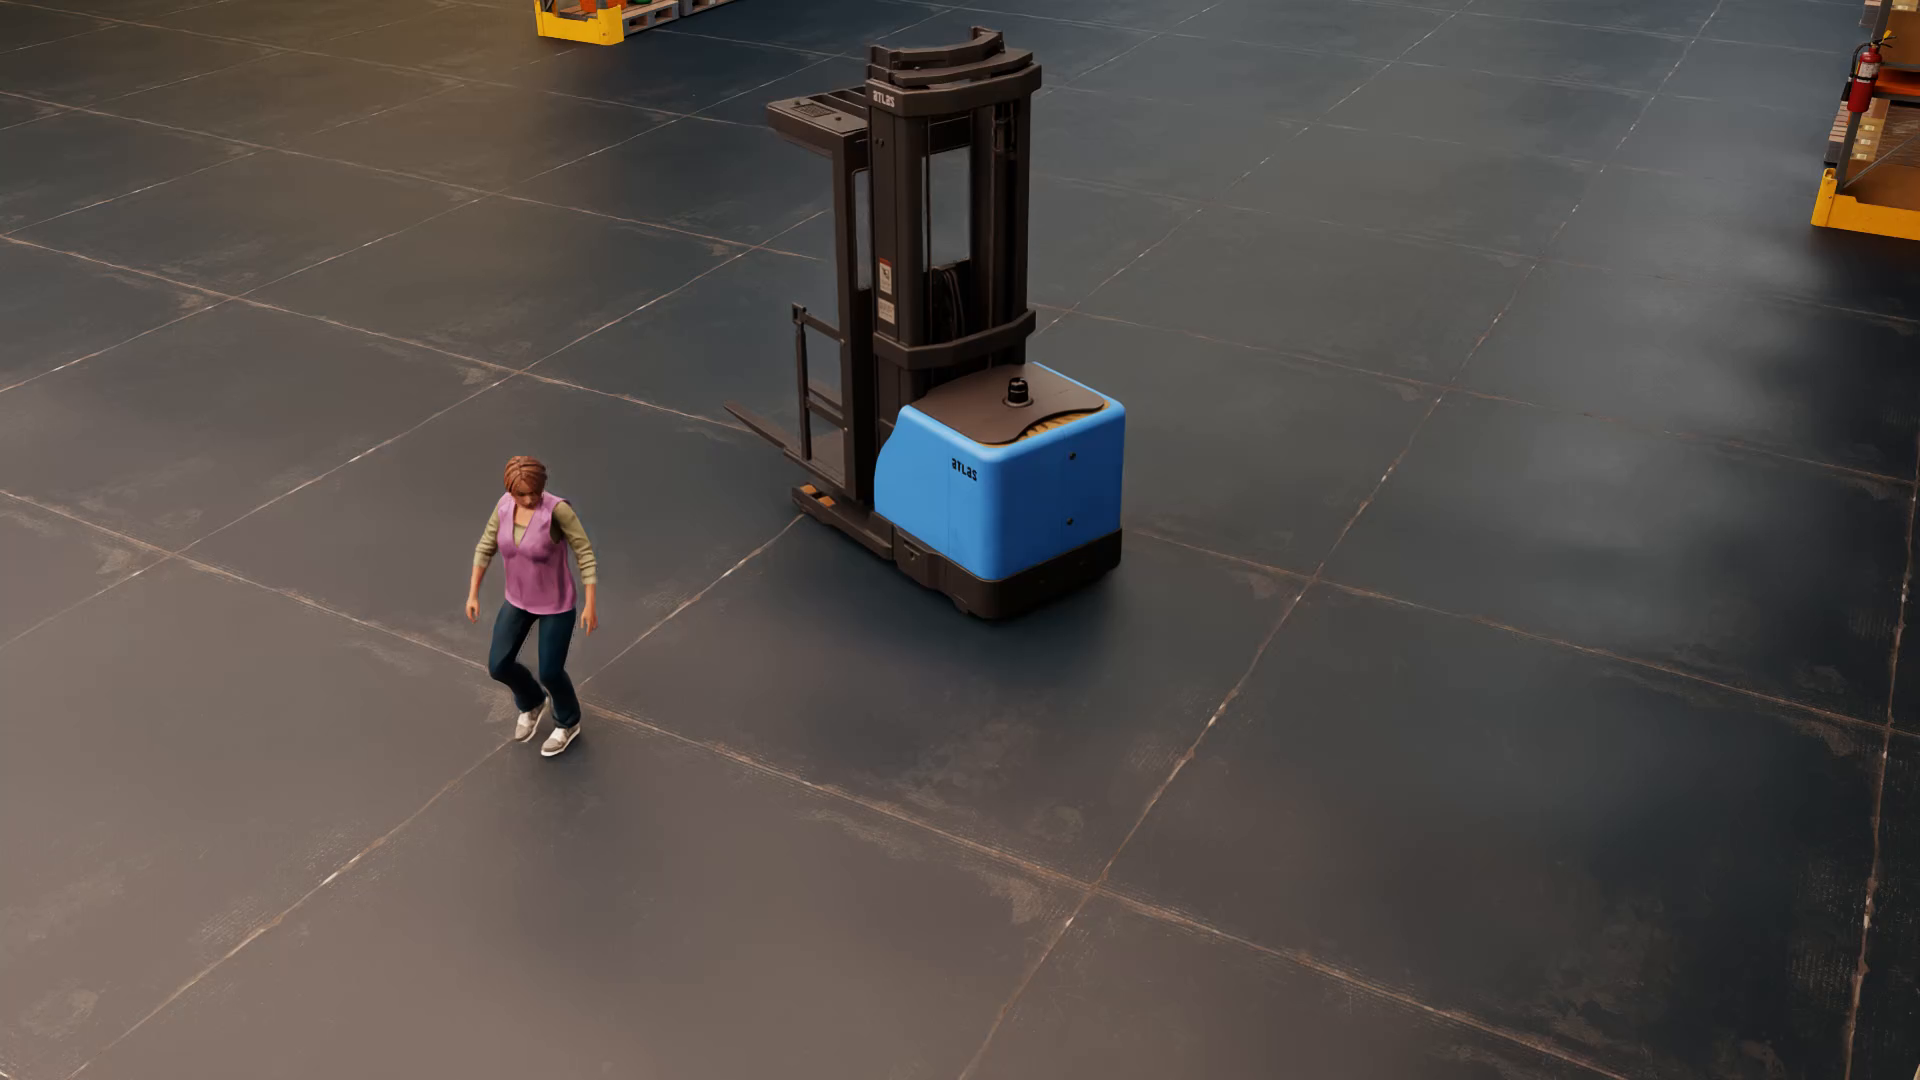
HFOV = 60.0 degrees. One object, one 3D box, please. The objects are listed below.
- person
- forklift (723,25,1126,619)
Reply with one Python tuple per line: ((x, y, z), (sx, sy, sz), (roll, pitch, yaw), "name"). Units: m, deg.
((-1.976, 0.336, 7.859), (0.686, 1.580, 0.420), (12, 32, 20), "person")
((-0.382, -1.507, 9.682), (1.130, 2.935, 3.031), (-22, 37, -33), "forklift")
